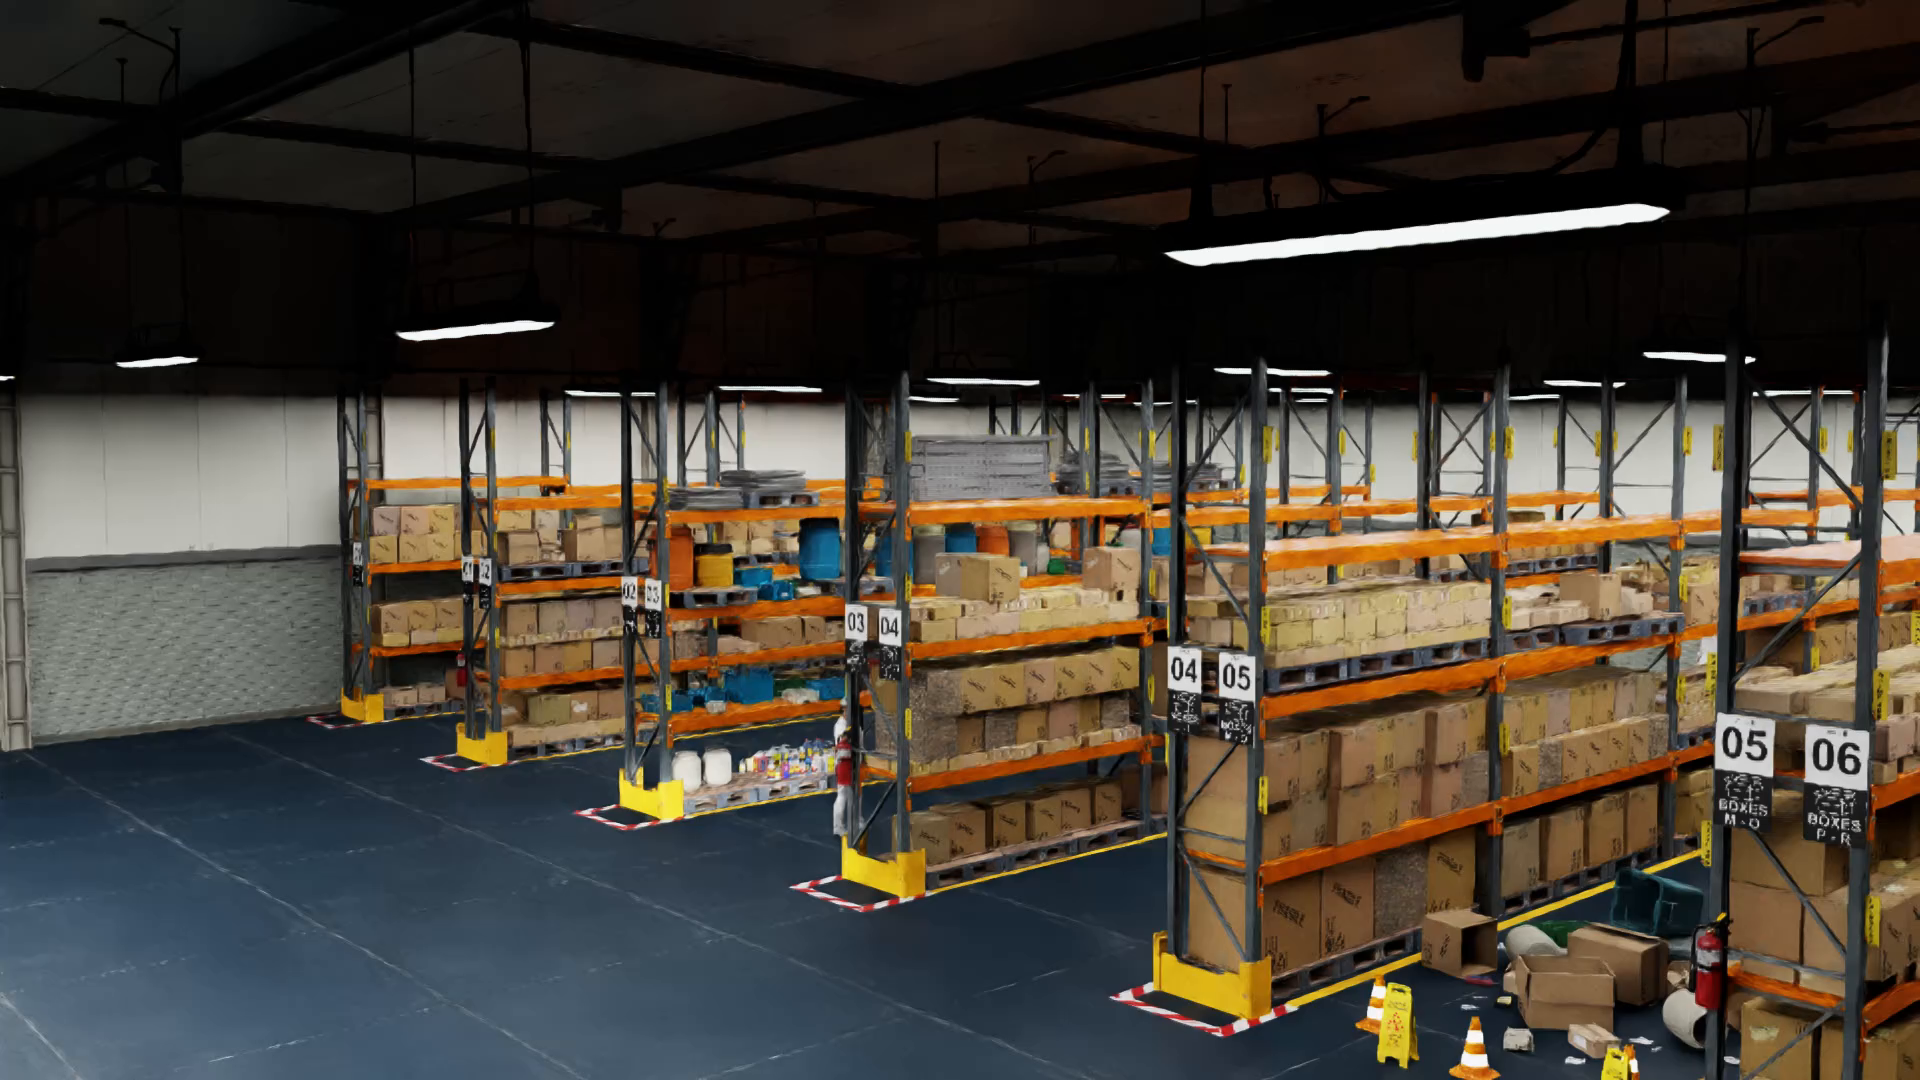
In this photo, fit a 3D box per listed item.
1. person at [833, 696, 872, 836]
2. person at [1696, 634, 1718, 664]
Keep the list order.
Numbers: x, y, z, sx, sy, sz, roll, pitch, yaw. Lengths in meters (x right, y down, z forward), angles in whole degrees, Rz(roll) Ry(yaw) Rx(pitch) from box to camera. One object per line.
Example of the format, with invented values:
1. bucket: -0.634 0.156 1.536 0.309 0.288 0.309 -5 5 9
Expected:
1. person: -1.372 2.867 21.276 0.453 1.768 0.632 1 4 19
2. person: 14.130 2.219 31.290 0.545 1.778 0.684 1 4 11
